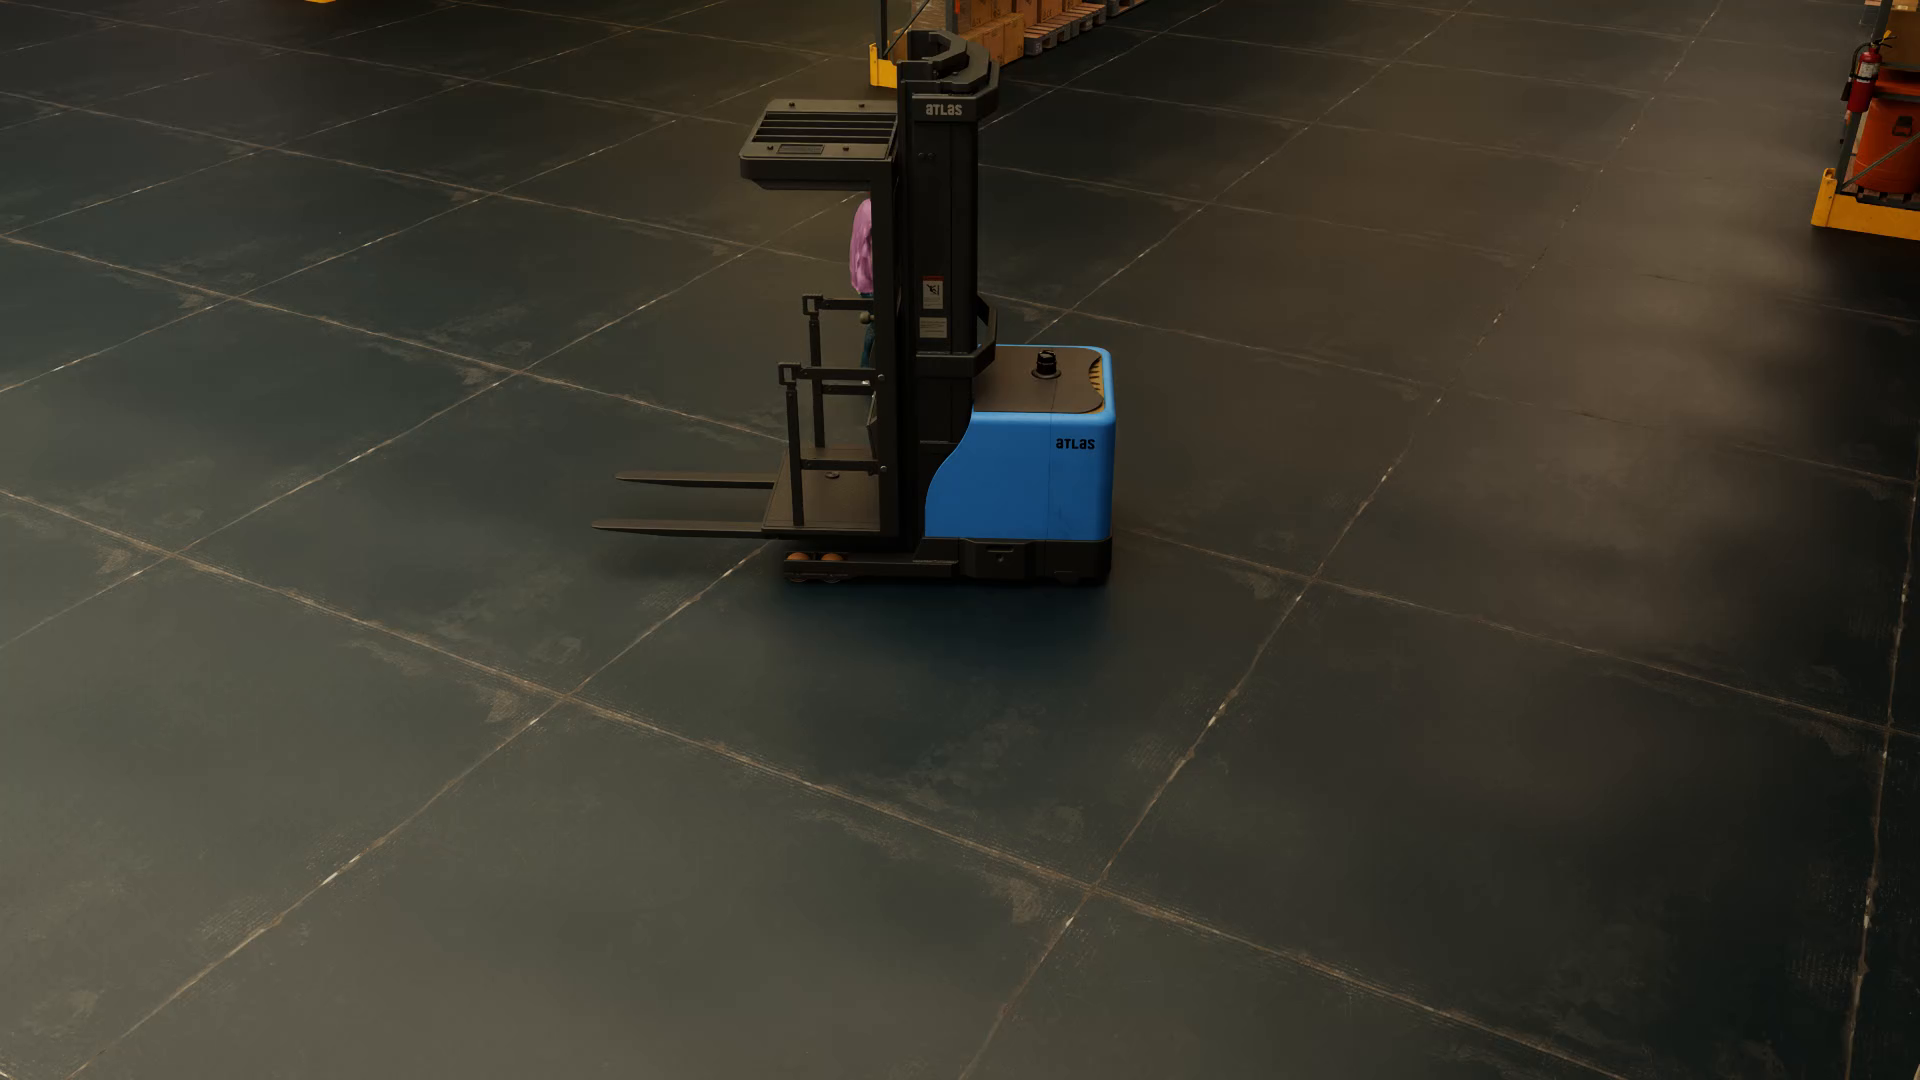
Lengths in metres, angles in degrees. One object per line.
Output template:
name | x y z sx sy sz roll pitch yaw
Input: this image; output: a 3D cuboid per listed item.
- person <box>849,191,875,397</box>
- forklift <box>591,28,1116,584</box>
person | -0.570 -1.758 11.467 0.343 1.582 0.487 -10 31 -16
forklift | -0.626 -1.285 9.297 3.031 2.935 1.130 1 30 2
